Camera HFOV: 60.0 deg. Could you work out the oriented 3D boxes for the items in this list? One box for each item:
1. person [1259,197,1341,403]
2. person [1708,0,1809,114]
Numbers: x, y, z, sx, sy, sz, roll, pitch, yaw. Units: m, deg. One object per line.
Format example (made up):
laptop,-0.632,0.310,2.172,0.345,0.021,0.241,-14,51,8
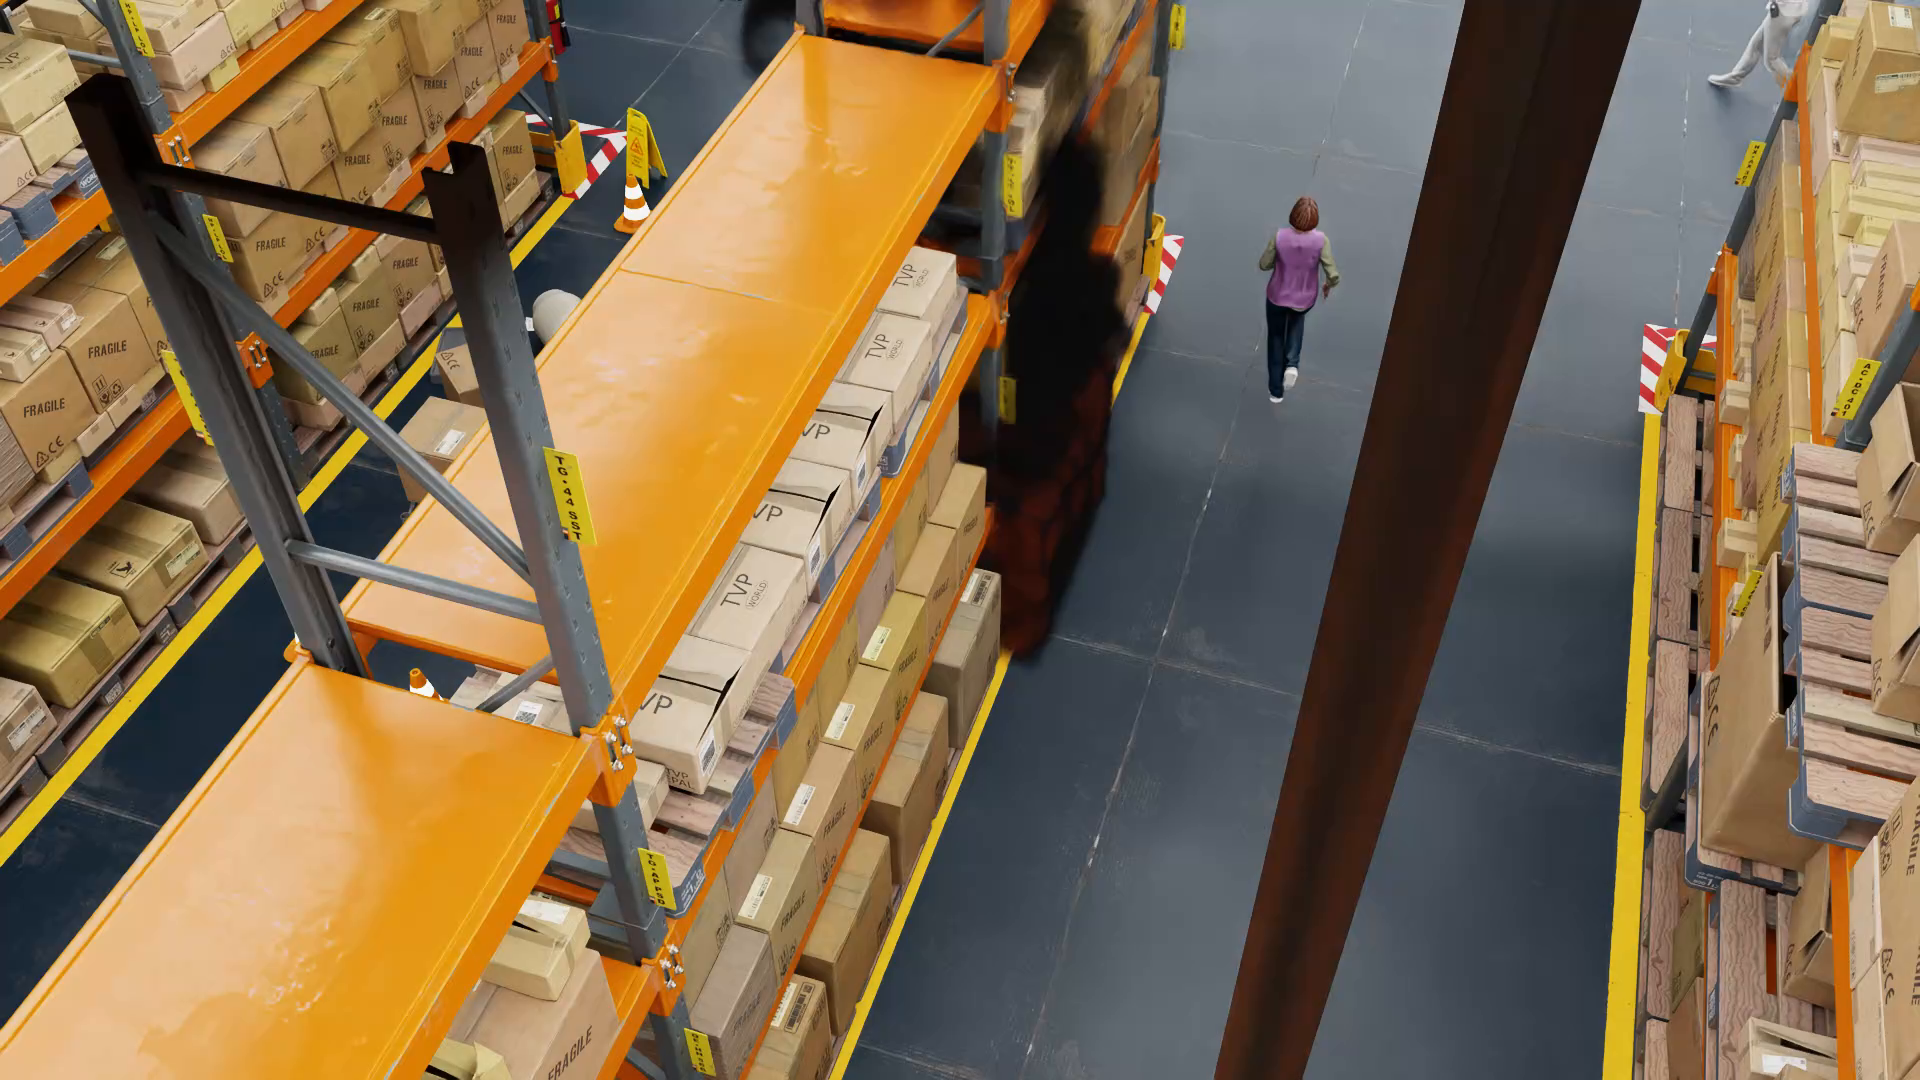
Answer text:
person,2.260,-1.672,11.269,0.522,1.581,0.550,5,46,5
person,7.112,-4.533,14.348,0.610,1.684,0.919,-31,53,-27
